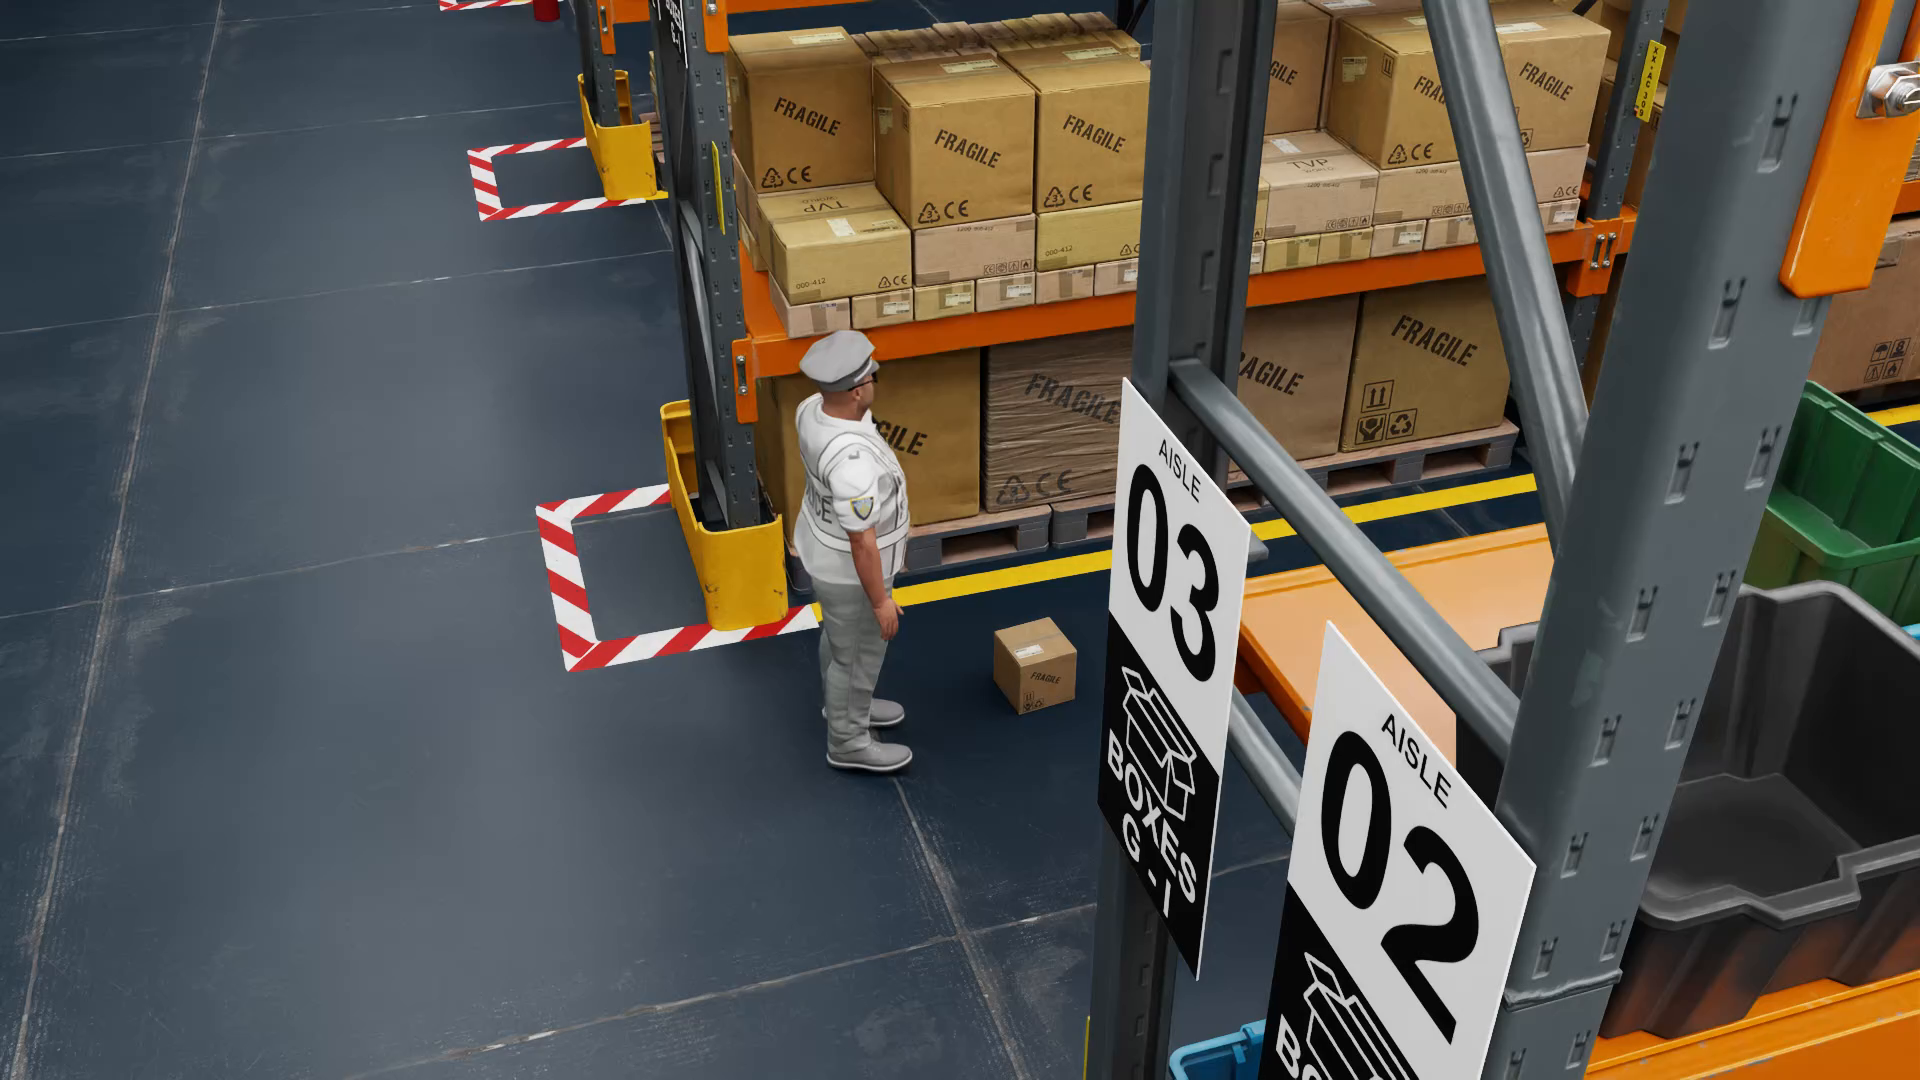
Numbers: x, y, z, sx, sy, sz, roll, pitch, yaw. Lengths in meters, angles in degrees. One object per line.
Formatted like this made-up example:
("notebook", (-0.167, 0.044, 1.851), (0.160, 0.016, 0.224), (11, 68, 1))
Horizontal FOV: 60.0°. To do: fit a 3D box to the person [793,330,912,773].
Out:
("person", (-0.374, 0.070, 5.982), (0.411, 1.775, 0.582), (-10, 35, -15))
